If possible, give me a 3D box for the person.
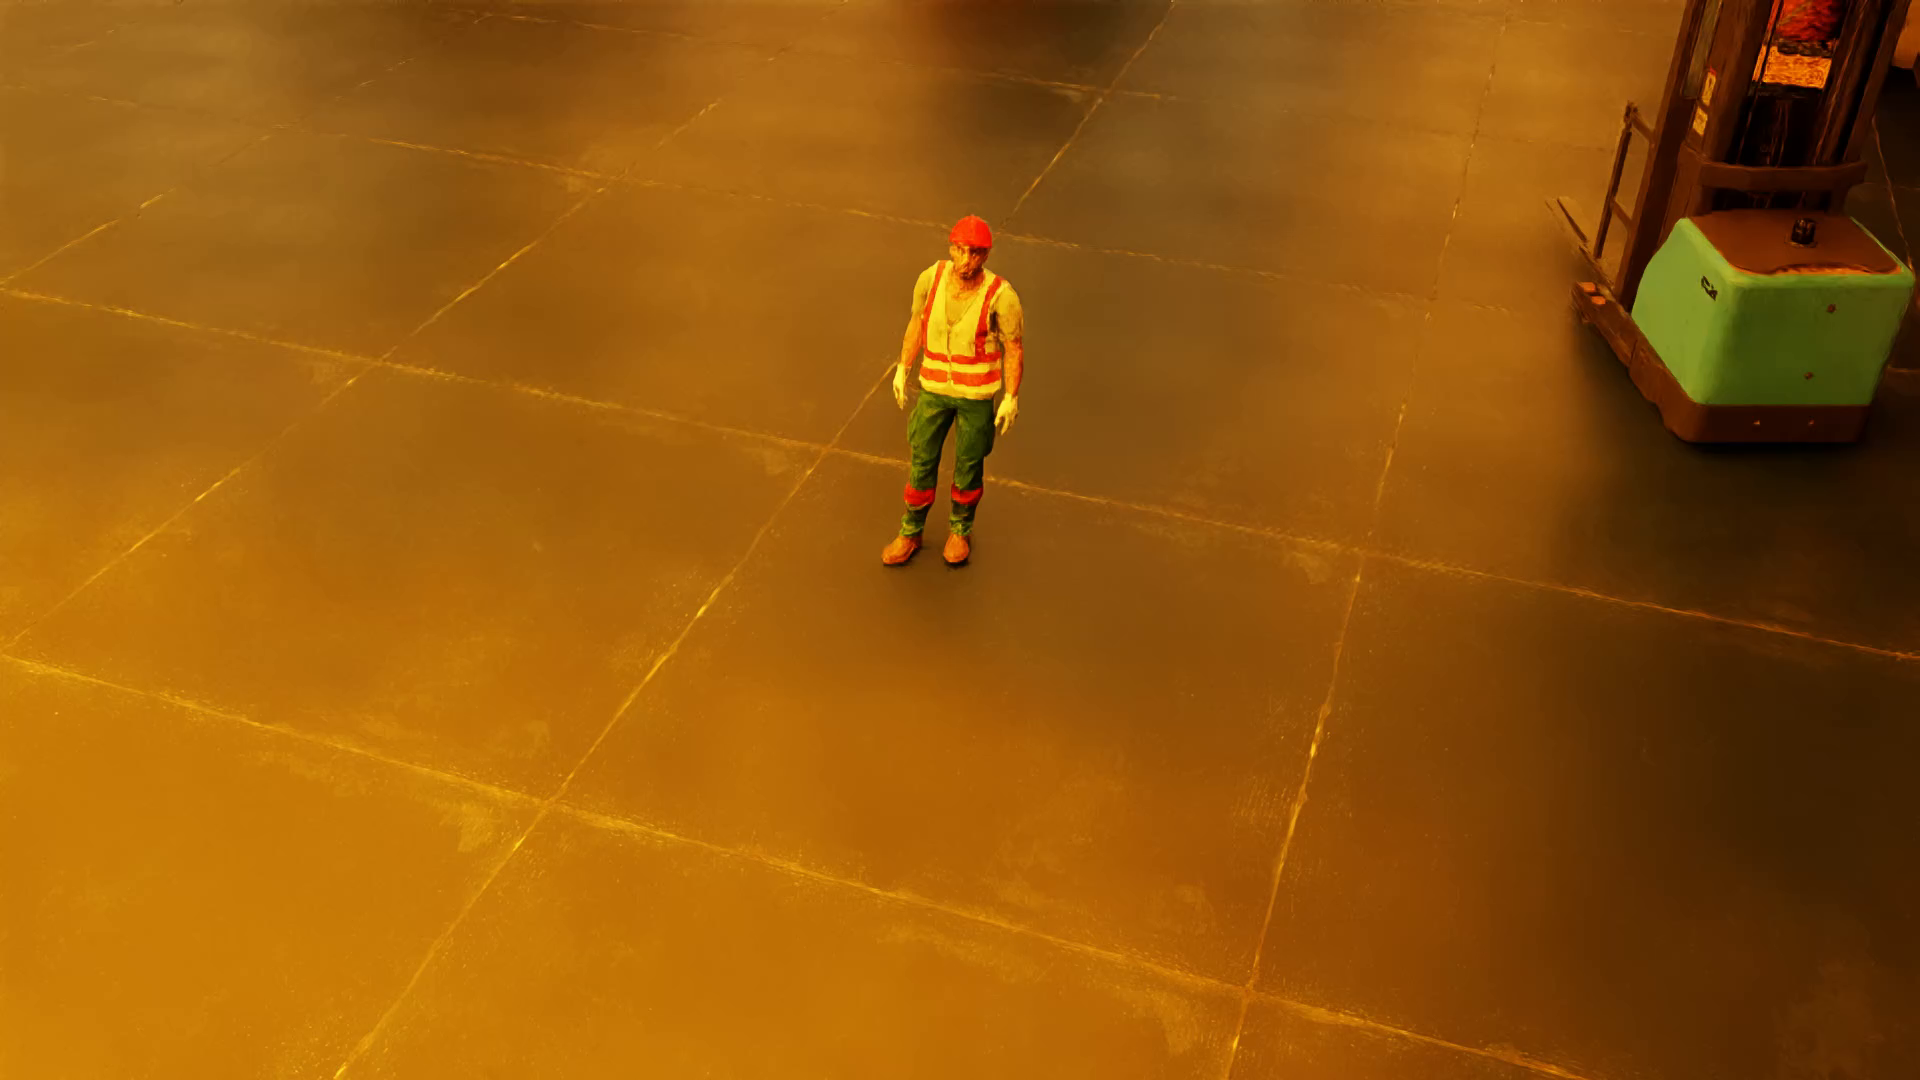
[{"bbox_3d":[-0.037,-0.694,8.065,0.637,1.787,0.563,12,37,16],"label":"person"}]

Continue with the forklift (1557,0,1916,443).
[{"bbox_3d":[4.543,-2.554,9.713,1.130,2.935,3.031,0,35,0],"label":"forklift"}]
